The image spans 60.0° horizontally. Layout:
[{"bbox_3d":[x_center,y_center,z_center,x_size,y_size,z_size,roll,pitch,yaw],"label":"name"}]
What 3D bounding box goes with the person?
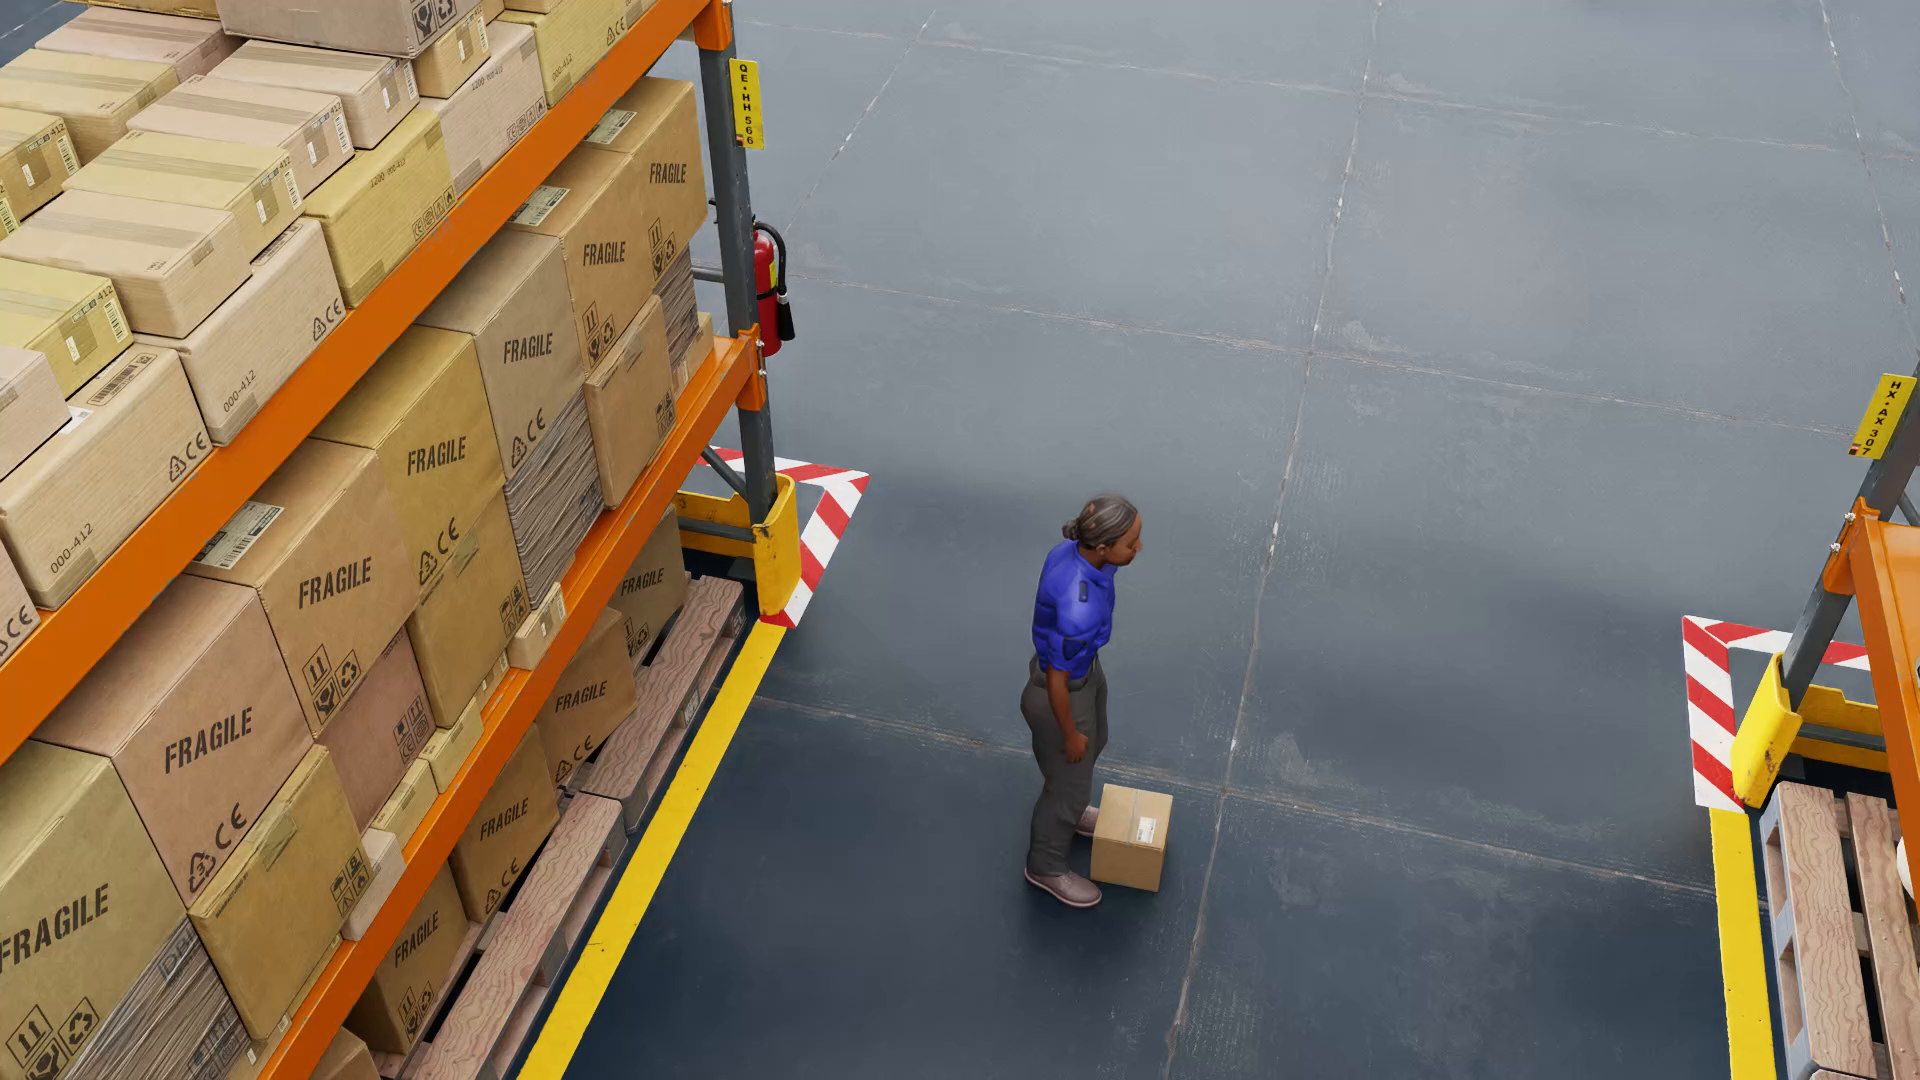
[{"bbox_3d":[0.388,0.512,5.580,0.350,1.653,0.527,8,42,9],"label":"person"}]
